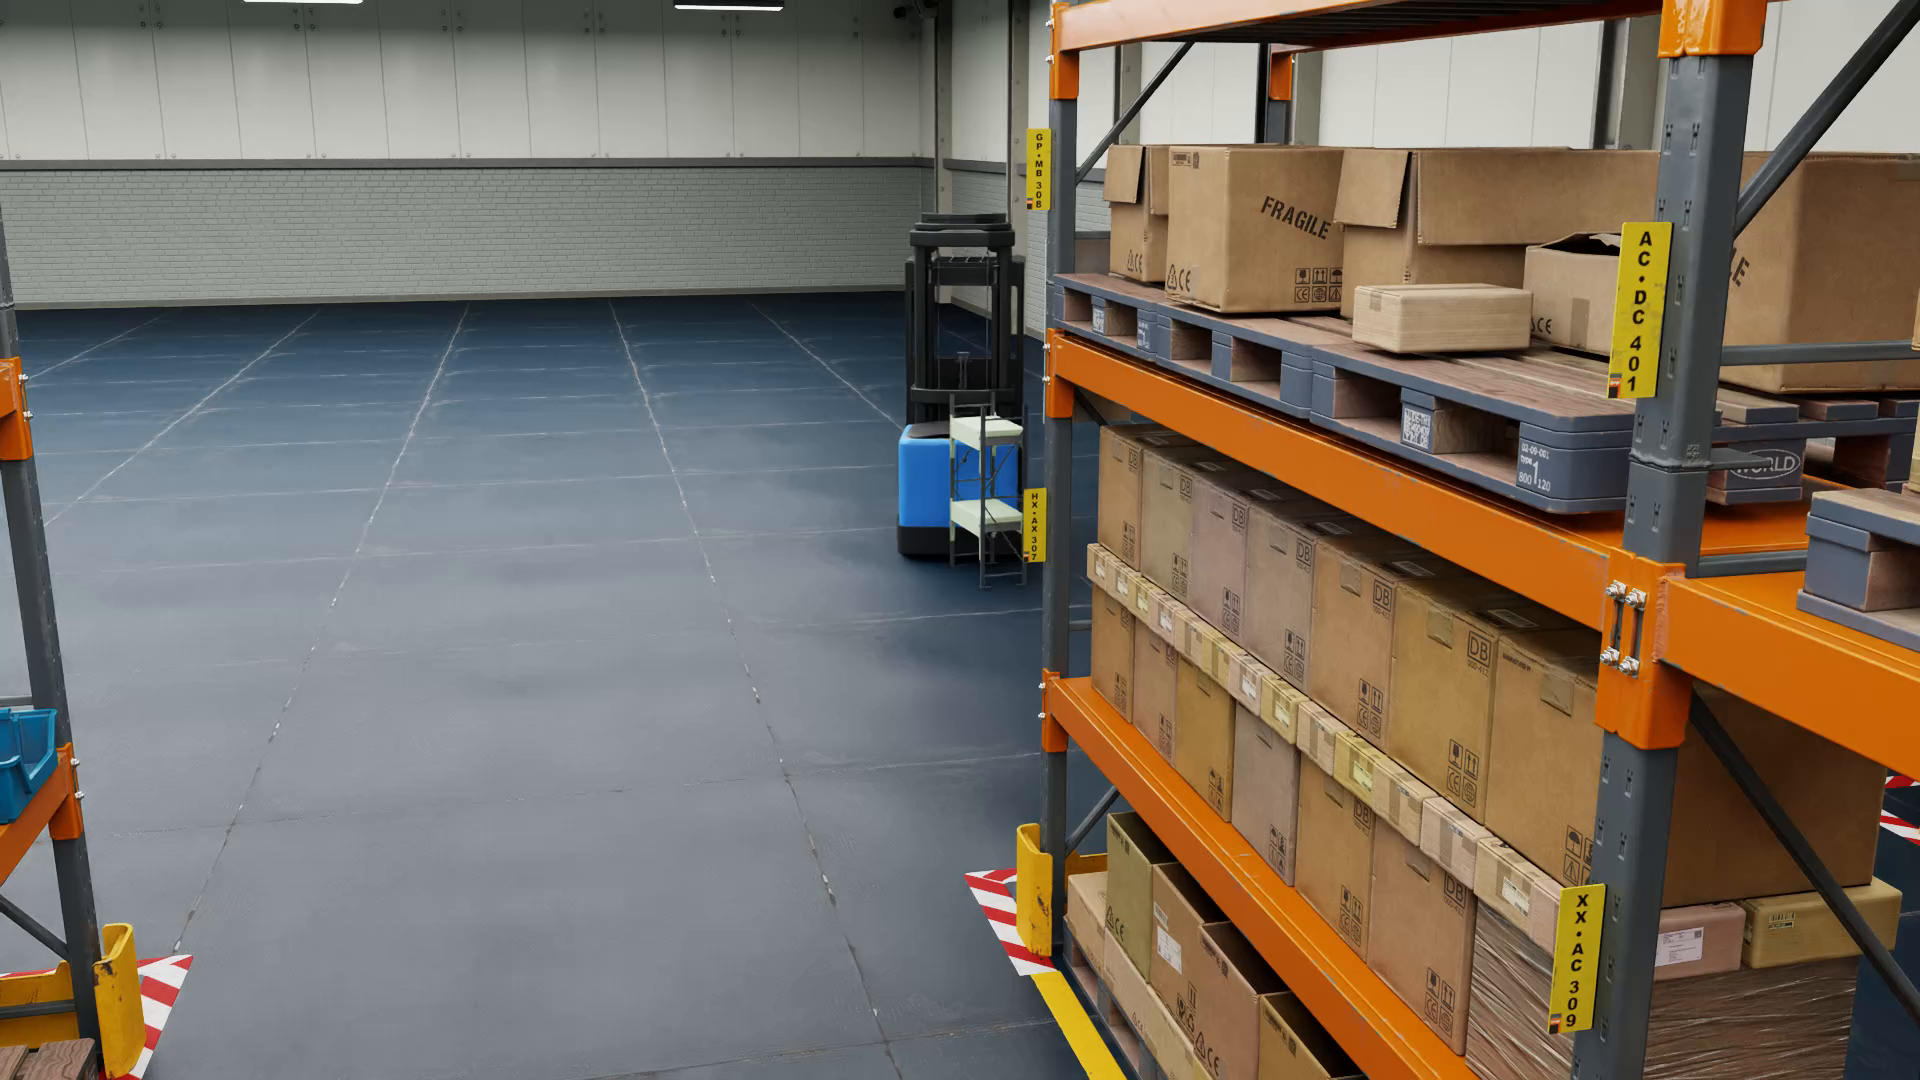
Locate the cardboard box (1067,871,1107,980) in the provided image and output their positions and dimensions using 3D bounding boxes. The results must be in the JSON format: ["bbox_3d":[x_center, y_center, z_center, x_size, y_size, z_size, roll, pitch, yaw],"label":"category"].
[{"bbox_3d":[0.774,1.634,7.150,0.500,0.250,0.500,-3,14,-13],"label":"cardboard box"}]

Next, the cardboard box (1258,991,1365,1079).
[{"bbox_3d":[1.255,1.731,5.175,0.500,0.500,0.500,-3,14,-13],"label":"cardboard box"}]

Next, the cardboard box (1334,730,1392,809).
[{"bbox_3d":[1.295,0.640,4.734,0.380,0.149,0.250,-3,14,-13],"label":"cardboard box"}]

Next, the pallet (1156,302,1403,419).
[{"bbox_3d":[1.296,-0.601,5.257,1.003,0.211,1.213,-3,14,-13],"label":"pallet"}]

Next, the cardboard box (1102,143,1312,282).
[{"bbox_3d":[0.996,-1.280,6.452,0.797,0.503,0.637,-2,14,-9],"label":"cardboard box"}]

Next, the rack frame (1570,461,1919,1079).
[{"bbox_3d":[1.804,1.289,3.653,1.000,3.000,0.127,-3,14,-13],"label":"rack frame"}]

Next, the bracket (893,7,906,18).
[{"bbox_3d":[-1.361,-12.004,37.838,0.235,0.232,0.430,-3,14,-13],"label":"bracket"}]

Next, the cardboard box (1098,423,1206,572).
[{"bbox_3d":[0.974,-0.192,6.771,0.700,0.500,0.500,-3,14,-13],"label":"cardboard box"}]

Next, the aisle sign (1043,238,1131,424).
[{"bbox_3d":[0.551,-0.895,7.114,0.394,0.787,0.004,-3,14,-13],"label":"aisle sign"}]

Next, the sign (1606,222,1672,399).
[{"bbox_3d":[1.265,-0.426,3.099,0.100,0.325,0.005,-3,14,-13],"label":"sign"}]

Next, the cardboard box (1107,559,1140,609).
[{"bbox_3d":[0.812,0.166,6.673,0.380,0.149,0.250,-4,14,-15],"label":"cardboard box"}]

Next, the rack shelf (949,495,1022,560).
[{"bbox_3d":[0.231,-0.110,13.912,0.431,0.370,0.720,-5,15,-19],"label":"rack shelf"}]

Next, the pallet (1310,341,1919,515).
[{"bbox_3d":[1.579,-0.320,4.107,1.003,0.211,1.213,-3,14,-13],"label":"pallet"}]

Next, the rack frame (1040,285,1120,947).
[{"bbox_3d":[0.865,0.366,7.430,1.000,3.000,0.127,-3,14,-13],"label":"rack frame"}]

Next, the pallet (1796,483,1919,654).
[{"bbox_3d":[2.024,0.128,2.490,0.805,0.209,1.217,-4,14,-15],"label":"pallet"}]

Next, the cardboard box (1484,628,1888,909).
[{"bbox_3d":[1.694,0.508,3.905,0.700,0.500,0.500,-3,14,-13],"label":"cardboard box"}]

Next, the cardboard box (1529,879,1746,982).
[{"bbox_3d":[1.532,0.875,3.772,0.380,0.149,0.250,-3,14,-13],"label":"cardboard box"}]

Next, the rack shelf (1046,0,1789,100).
[{"bbox_3d":[1.334,-1.543,4.963,1.077,0.370,4.000,-3,14,-13],"label":"rack shelf"}]

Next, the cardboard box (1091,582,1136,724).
[{"bbox_3d":[0.962,0.426,6.975,0.700,0.500,0.500,-3,14,-13],"label":"cardboard box"}]

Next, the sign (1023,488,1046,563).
[{"bbox_3d":[0.324,-0.063,7.197,0.100,0.325,0.005,-3,14,-13],"label":"sign"}]

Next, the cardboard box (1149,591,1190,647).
[{"bbox_3d":[0.926,0.282,6.199,0.380,0.149,0.250,-4,14,-14],"label":"cardboard box"}]

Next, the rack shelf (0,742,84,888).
[{"bbox_3d":[-3.481,1.452,4.501,1.077,0.370,4.000,-3,14,-13],"label":"rack shelf"}]

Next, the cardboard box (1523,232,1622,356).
[{"bbox_3d":[1.815,-0.652,4.287,0.500,0.311,0.500,-4,14,-16],"label":"cardboard box"}]

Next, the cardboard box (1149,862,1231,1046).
[{"bbox_3d":[1.024,1.500,6.120,0.500,0.500,0.500,-3,14,-13],"label":"cardboard box"}]

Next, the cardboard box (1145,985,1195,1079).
[{"bbox_3d":[1.012,1.865,6.206,0.500,0.250,0.500,-3,14,-13],"label":"cardboard box"}]

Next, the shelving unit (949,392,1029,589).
[{"bbox_3d":[0.231,-0.426,13.835,0.431,1.500,0.755,-5,15,-19],"label":"shelving unit"}]

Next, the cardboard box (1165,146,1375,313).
[{"bbox_3d":[0.989,-1.013,5.366,0.500,0.500,0.500,-3,14,-13],"label":"cardboard box"}]

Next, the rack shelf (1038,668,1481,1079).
[{"bbox_3d":[1.334,1.177,5.627,1.077,0.370,4.000,-3,14,-13],"label":"rack shelf"}]

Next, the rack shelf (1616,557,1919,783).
[{"bbox_3d":[2.274,0.643,1.494,1.077,0.370,4.000,-3,14,-13],"label":"rack shelf"}]

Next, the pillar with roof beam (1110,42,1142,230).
[{"bbox_3d":[-1.728,-6.624,23.403,9.100,9.000,0.400,-3,14,-13],"label":"pillar with roof beam"}]

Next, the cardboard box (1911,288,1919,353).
[{"bbox_3d":[1.911,-0.519,2.585,0.500,0.500,0.500,-3,14,-13],"label":"cardboard box"}]

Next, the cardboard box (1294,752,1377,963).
[{"bbox_3d":[1.450,0.901,5.030,0.700,0.500,0.500,-3,14,-12],"label":"cardboard box"}]

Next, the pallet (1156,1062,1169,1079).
[{"bbox_3d":[1.368,2.176,5.899,1.003,0.211,1.213,-3,14,-13],"label":"pallet"}]

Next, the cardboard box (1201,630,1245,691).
[{"bbox_3d":[1.052,0.402,5.706,0.380,0.149,0.250,-3,14,-14],"label":"cardboard box"}]

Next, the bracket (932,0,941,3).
[{"bbox_3d":[-0.004,-10.671,32.383,0.076,0.066,4.783,-3,14,-13],"label":"bracket"}]

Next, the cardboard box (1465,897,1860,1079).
[{"bbox_3d":[1.694,1.138,4.059,0.700,0.500,0.500,-4,14,-15],"label":"cardboard box"}]

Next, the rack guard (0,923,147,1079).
[{"bbox_3d":[-3.887,1.871,6.539,1.175,0.500,0.348,-3,14,-13],"label":"rack guard"}]

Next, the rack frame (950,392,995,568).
[{"bbox_3d":[0.106,-0.508,14.169,0.400,1.500,0.023,-5,15,-19],"label":"rack frame"}]

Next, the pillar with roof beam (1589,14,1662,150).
[{"bbox_3d":[1.090,-3.856,12.072,9.100,9.000,0.400,-3,14,-13],"label":"pillar with roof beam"}]

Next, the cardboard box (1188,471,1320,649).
[{"bbox_3d":[1.222,0.045,5.800,0.700,0.500,0.500,-3,14,-13],"label":"cardboard box"}]

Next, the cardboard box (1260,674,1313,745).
[{"bbox_3d":[1.170,0.520,5.222,0.380,0.149,0.250,-3,14,-11],"label":"cardboard box"}]

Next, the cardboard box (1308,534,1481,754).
[{"bbox_3d":[1.457,0.276,4.855,0.700,0.500,0.500,-3,14,-13],"label":"cardboard box"}]

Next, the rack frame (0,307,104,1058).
[{"bbox_3d":[-3.951,0.642,6.304,1.000,3.000,0.127,-3,14,-13],"label":"rack frame"}]

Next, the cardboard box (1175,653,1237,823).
[{"bbox_3d":[1.201,0.662,6.010,0.700,0.500,0.500,-3,14,-13],"label":"cardboard box"}]

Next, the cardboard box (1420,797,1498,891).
[{"bbox_3d":[1.412,0.757,4.253,0.380,0.149,0.250,-4,14,-15],"label":"cardboard box"}]

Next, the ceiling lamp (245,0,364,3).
[{"bbox_3d":[-11.410,-10.891,28.568,2.000,3.185,0.800,-3,14,-13],"label":"ceiling lamp"}]

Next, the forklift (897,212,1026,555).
[{"bbox_3d":[0.058,-1.589,15.578,1.130,2.935,3.031,1,14,3],"label":"forklift"}]
